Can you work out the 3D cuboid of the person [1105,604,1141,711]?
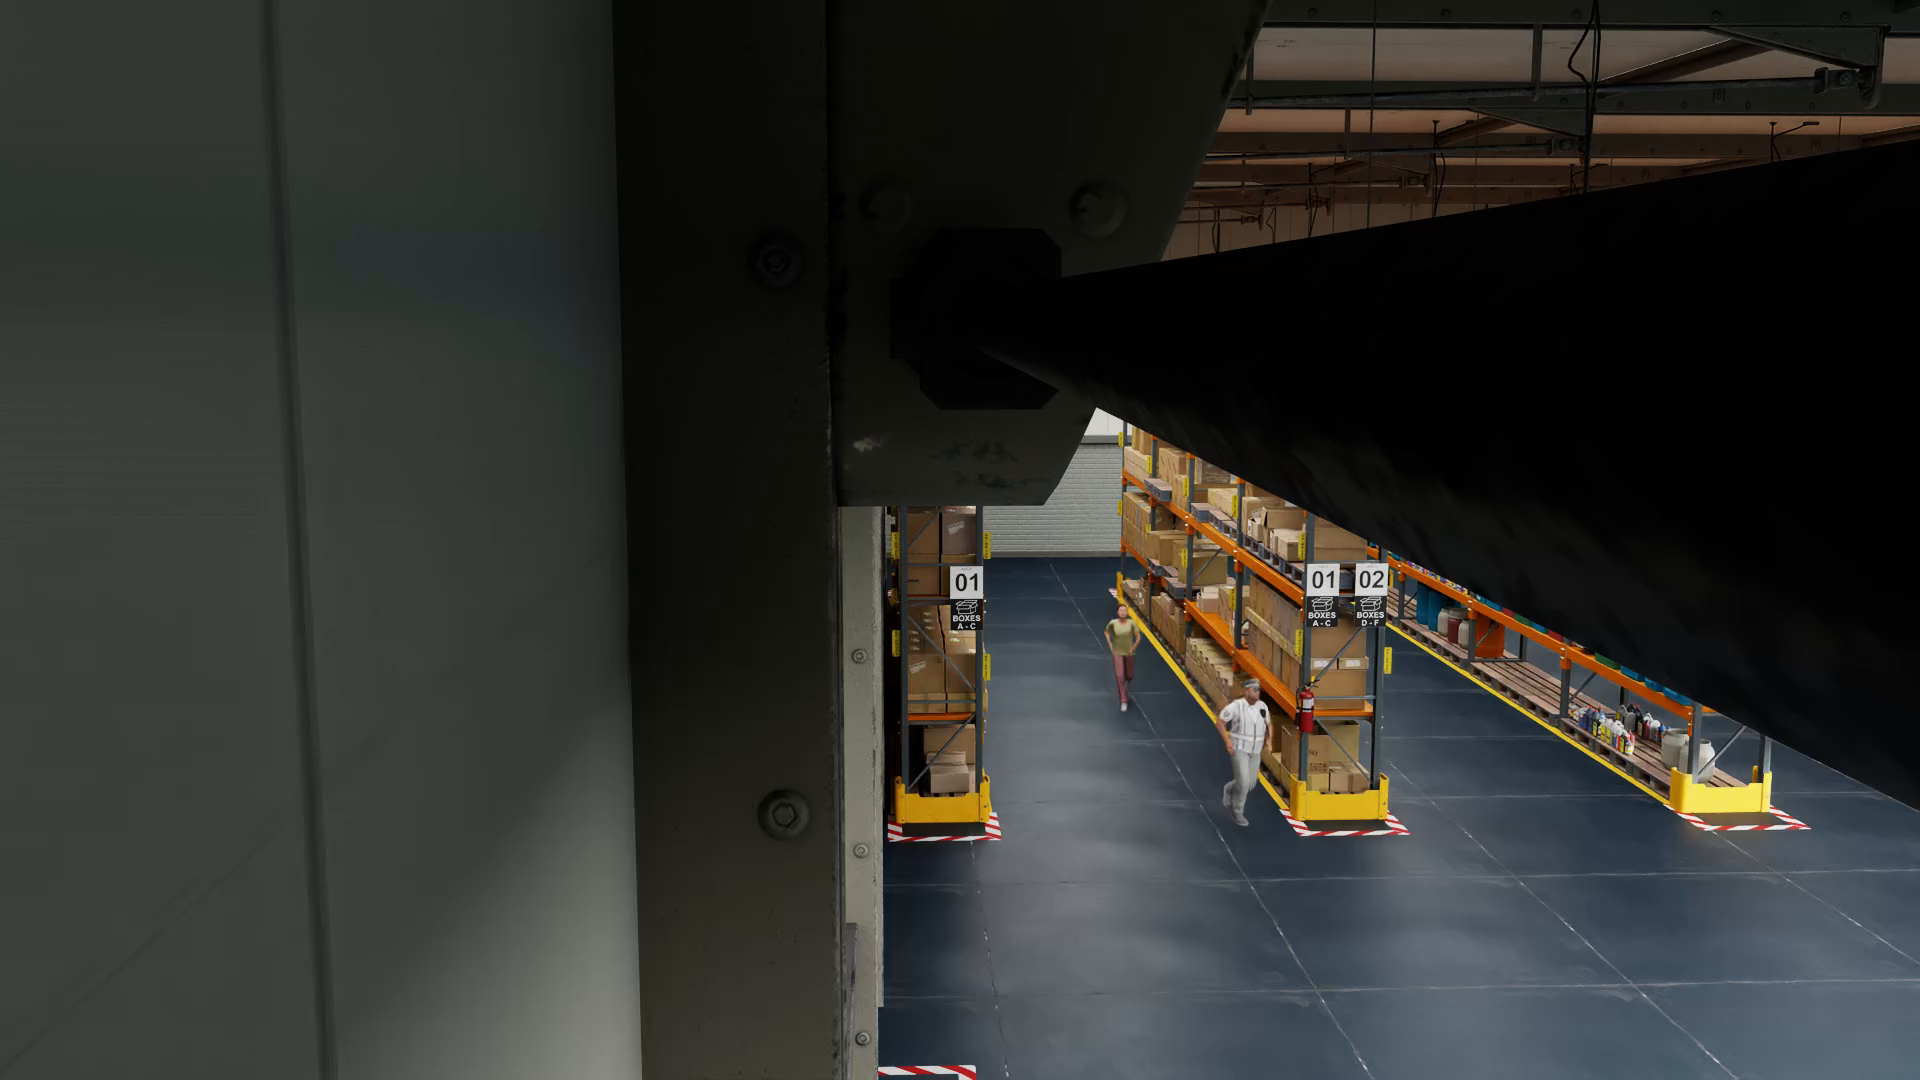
[{"bbox_3d":[2.598,1.826,26.509,0.560,1.653,0.996,0,8,-3],"label":"person"}]

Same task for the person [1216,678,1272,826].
[{"bbox_3d":[3.477,2.535,20.293,0.711,1.751,0.683,-3,9,-21],"label":"person"}]
